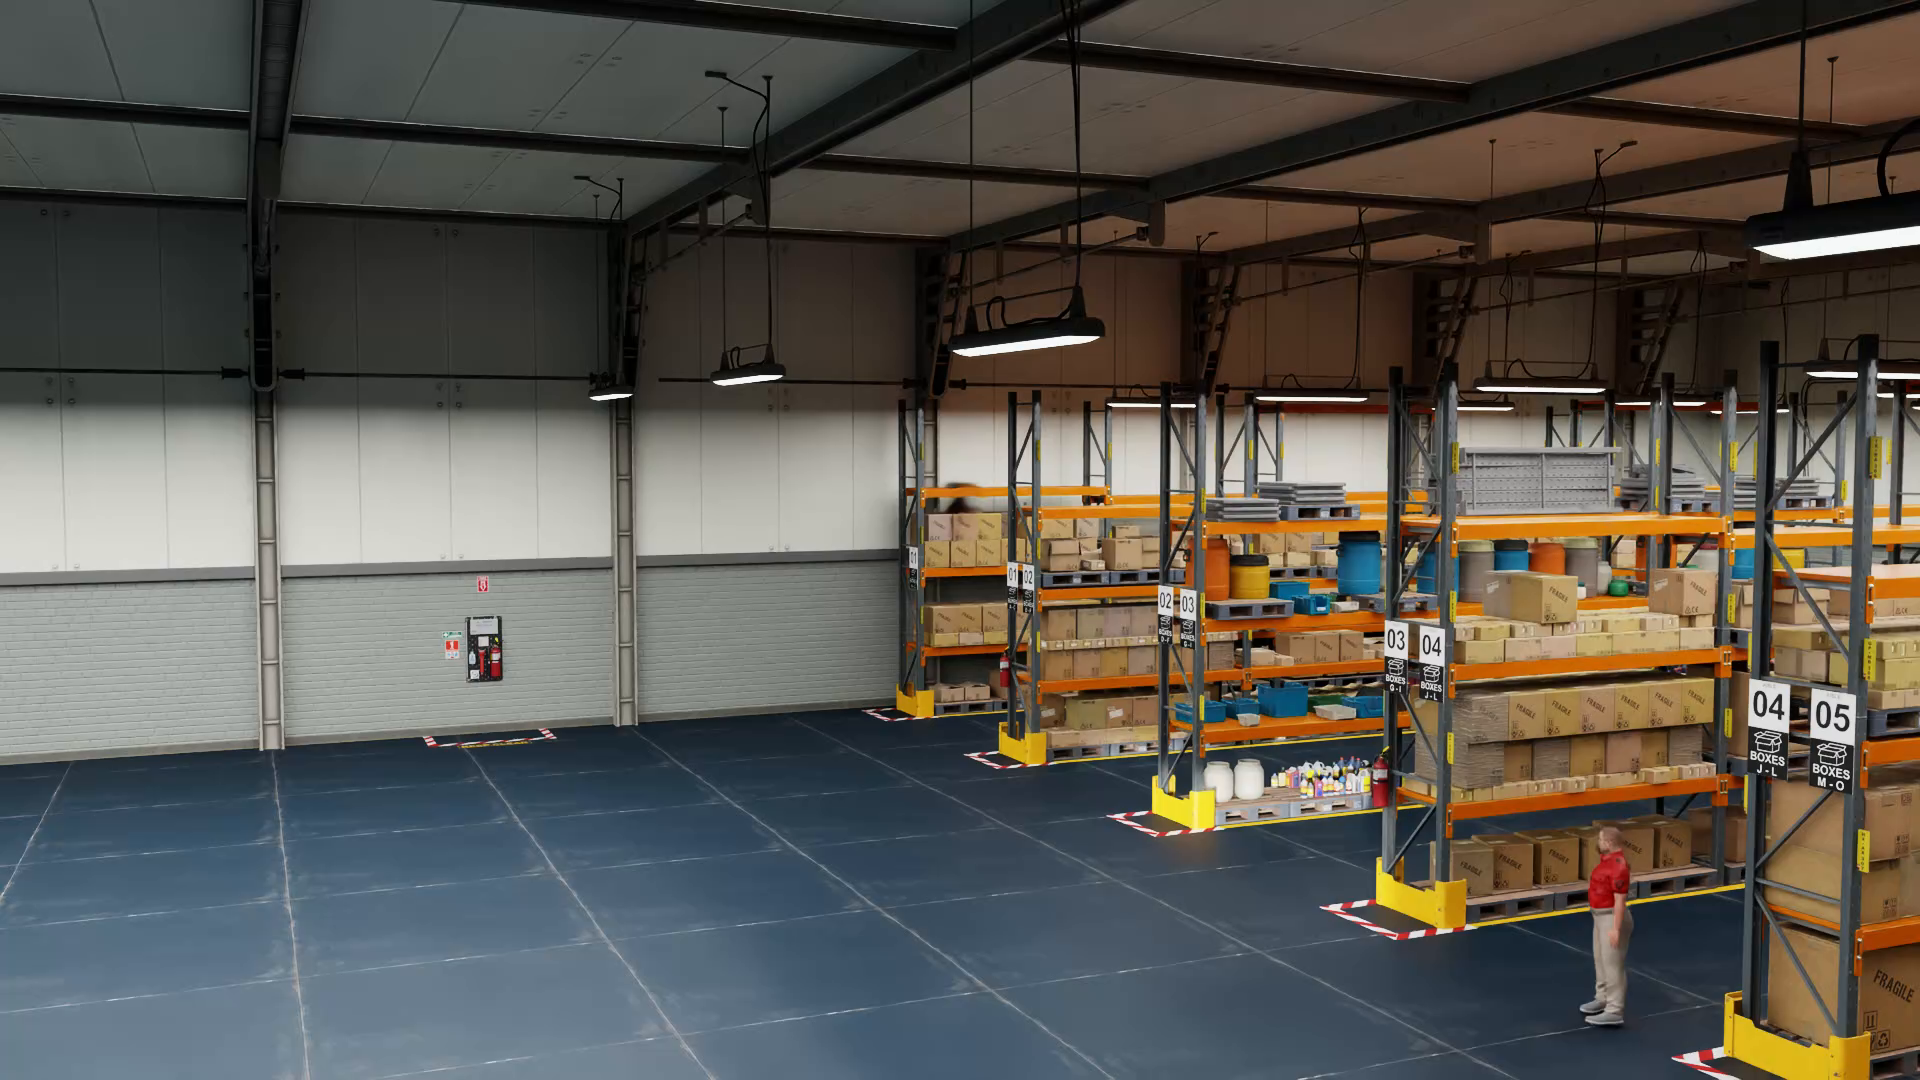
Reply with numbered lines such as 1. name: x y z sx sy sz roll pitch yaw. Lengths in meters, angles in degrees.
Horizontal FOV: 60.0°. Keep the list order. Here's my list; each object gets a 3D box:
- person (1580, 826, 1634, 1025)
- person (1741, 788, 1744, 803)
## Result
1. person: 5.796 3.421 14.894 0.405 1.732 0.576 1 3 10
2. person: 11.034 2.985 22.742 1.045 1.674 0.490 -2 4 -26
